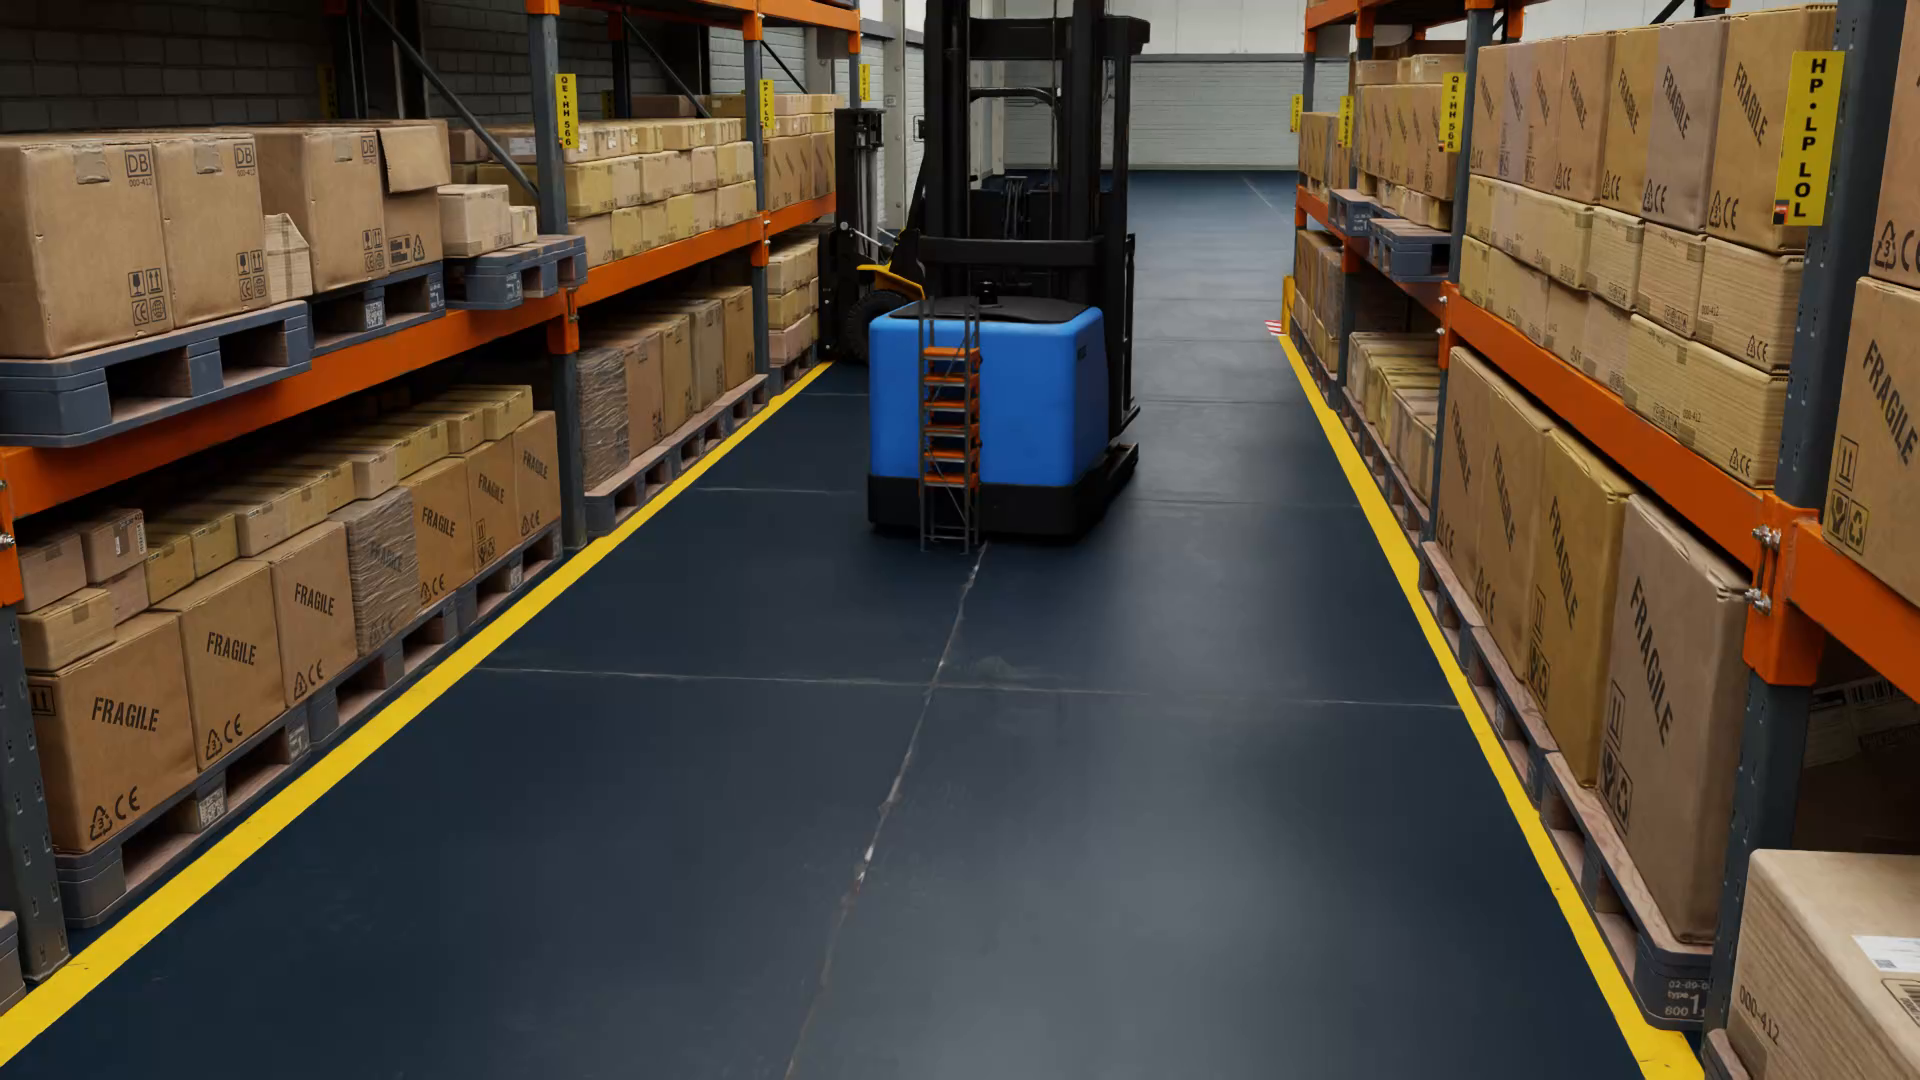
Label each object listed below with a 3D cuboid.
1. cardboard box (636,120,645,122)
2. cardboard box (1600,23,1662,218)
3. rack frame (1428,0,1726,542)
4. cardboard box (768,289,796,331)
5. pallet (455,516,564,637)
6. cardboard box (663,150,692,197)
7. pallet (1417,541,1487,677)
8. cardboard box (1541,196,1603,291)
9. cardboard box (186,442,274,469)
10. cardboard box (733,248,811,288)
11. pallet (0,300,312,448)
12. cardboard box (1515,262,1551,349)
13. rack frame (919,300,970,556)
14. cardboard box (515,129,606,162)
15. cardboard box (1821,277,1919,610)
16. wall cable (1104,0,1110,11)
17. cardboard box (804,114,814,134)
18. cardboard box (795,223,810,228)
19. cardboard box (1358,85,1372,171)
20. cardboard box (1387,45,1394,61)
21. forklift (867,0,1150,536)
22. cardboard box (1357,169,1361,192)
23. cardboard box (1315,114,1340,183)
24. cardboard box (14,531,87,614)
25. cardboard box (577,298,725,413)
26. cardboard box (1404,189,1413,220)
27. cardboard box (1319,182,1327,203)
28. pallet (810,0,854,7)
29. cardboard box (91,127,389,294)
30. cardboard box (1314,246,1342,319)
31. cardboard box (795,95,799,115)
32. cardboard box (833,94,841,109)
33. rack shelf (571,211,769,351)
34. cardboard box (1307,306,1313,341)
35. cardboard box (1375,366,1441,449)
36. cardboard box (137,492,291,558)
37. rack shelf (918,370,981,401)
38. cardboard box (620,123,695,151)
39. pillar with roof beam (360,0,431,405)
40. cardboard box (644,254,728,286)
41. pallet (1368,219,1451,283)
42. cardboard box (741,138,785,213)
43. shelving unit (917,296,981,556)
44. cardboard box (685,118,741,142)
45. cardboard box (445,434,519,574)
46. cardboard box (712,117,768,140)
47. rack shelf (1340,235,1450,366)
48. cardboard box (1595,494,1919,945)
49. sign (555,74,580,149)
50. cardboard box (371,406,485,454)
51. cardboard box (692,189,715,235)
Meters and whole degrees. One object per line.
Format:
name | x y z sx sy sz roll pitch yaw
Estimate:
cardboard box | -2.220 -2.600 10.595 0.380 0.149 0.250 2 15 6
cardboard box | 2.102 -1.155 4.581 0.500 0.500 0.500 2 15 8
rack frame | 2.625 -1.273 7.124 1.000 3.000 0.127 2 15 6
cardboard box | -1.495 -1.689 12.167 0.500 0.250 0.500 2 15 6
pallet | -2.429 0.120 7.313 1.003 0.211 1.213 2 15 6
cardboard box | -1.847 -2.094 9.487 0.500 0.250 0.500 2 15 7
pallet | 2.461 0.275 6.740 1.003 0.211 1.213 2 15 6
cardboard box | 2.124 -0.924 5.162 0.500 0.250 0.500 2 15 7
cardboard box | -2.769 -0.265 6.135 0.380 0.149 0.250 2 15 7
cardboard box | -1.422 -2.062 12.591 0.500 0.250 0.500 2 15 6
pallet | -2.560 -0.492 4.604 1.003 0.211 1.213 2 15 6
cardboard box | 2.214 -0.812 5.705 0.500 0.250 0.500 2 15 8
rack frame | -0.073 -0.514 7.764 0.240 1.200 0.006 4 16 14
cardboard box | -1.950 -1.923 8.093 0.380 0.149 0.250 2 15 7
cardboard box | 1.861 -0.170 2.853 0.500 0.500 0.500 2 15 8
wall cable | 5.341 -15.601 44.890 3.097 2.526 0.112 2 15 6
cardboard box | -1.364 -3.293 13.158 0.380 0.149 0.250 1 15 5
cardboard box | -1.647 -2.732 15.068 0.500 0.250 0.500 1 15 5
cardboard box | 2.683 -2.462 9.955 0.500 0.500 0.500 2 15 6
cardboard box | 3.504 -3.354 12.143 0.700 0.500 0.500 1 15 5
forklift | 0.410 -1.776 9.117 1.130 2.935 3.031 4 16 14
cardboard box | 2.700 -2.258 10.443 0.380 0.149 0.250 2 15 7
cardboard box | 3.038 -3.026 12.847 0.500 0.500 0.500 1 15 5
cardboard box | -2.514 0.079 4.294 0.380 0.149 0.250 1 15 5
cardboard box | -1.999 -1.176 10.508 0.875 0.625 0.625 2 15 6
cardboard box | 2.407 -1.650 8.194 0.380 0.149 0.250 1 15 4
cardboard box | 2.973 -2.679 12.803 0.380 0.149 0.250 2 15 7
pallet | -1.510 -4.716 14.279 1.003 0.211 1.213 2 15 6
cardboard box | -2.335 -1.089 5.446 0.700 0.500 0.500 2 15 6
cardboard box | 2.989 -1.974 12.741 0.500 0.500 0.500 3 15 9
cardboard box | -1.432 -3.304 12.629 0.380 0.149 0.250 1 15 5
cardboard box | -1.235 -3.766 14.337 0.380 0.149 0.250 2 15 8
rack shelf | -2.082 -1.590 9.673 1.077 0.370 4.000 2 15 6
cardboard box | 3.048 -1.748 13.344 0.500 0.250 0.500 3 15 10
cardboard box | 2.865 -0.742 9.388 0.950 0.372 0.625 2 15 8
cardboard box | -2.399 -0.052 5.348 0.380 0.149 0.250 2 15 6
rack shelf | -0.050 -0.726 7.799 0.258 0.103 0.180 4 16 14
cardboard box | -1.742 -2.319 9.557 0.380 0.149 0.250 1 15 5
pillar with roof beam | 1.222 -4.552 7.758 9.100 9.000 0.400 2 15 6
cardboard box | -1.993 -1.947 12.164 0.500 0.250 0.500 2 15 7
pallet | 2.600 -1.369 7.844 1.213 0.211 1.003 2 15 6
cardboard box | -1.547 -2.612 11.882 0.500 0.500 0.500 1 15 5
shelving unit | -0.050 -0.537 7.850 0.258 1.200 0.189 4 16 14
cardboard box | -1.674 -2.722 11.048 0.380 0.149 0.250 2 15 8
cardboard box | -2.208 -0.169 7.025 0.500 0.500 0.500 1 15 5
cardboard box | -1.559 -2.892 11.677 0.380 0.149 0.250 1 15 5
rack shelf | 2.851 -1.445 9.136 1.077 0.370 4.000 2 15 6
cardboard box | 2.164 0.424 4.113 0.875 0.875 0.875 2 15 8
sign | -1.767 -1.926 7.470 0.100 0.325 0.005 2 15 6
cardboard box | -2.185 -0.453 6.834 0.380 0.149 0.250 1 15 4
cardboard box | -1.791 -1.987 10.050 0.500 0.250 0.500 2 15 7
